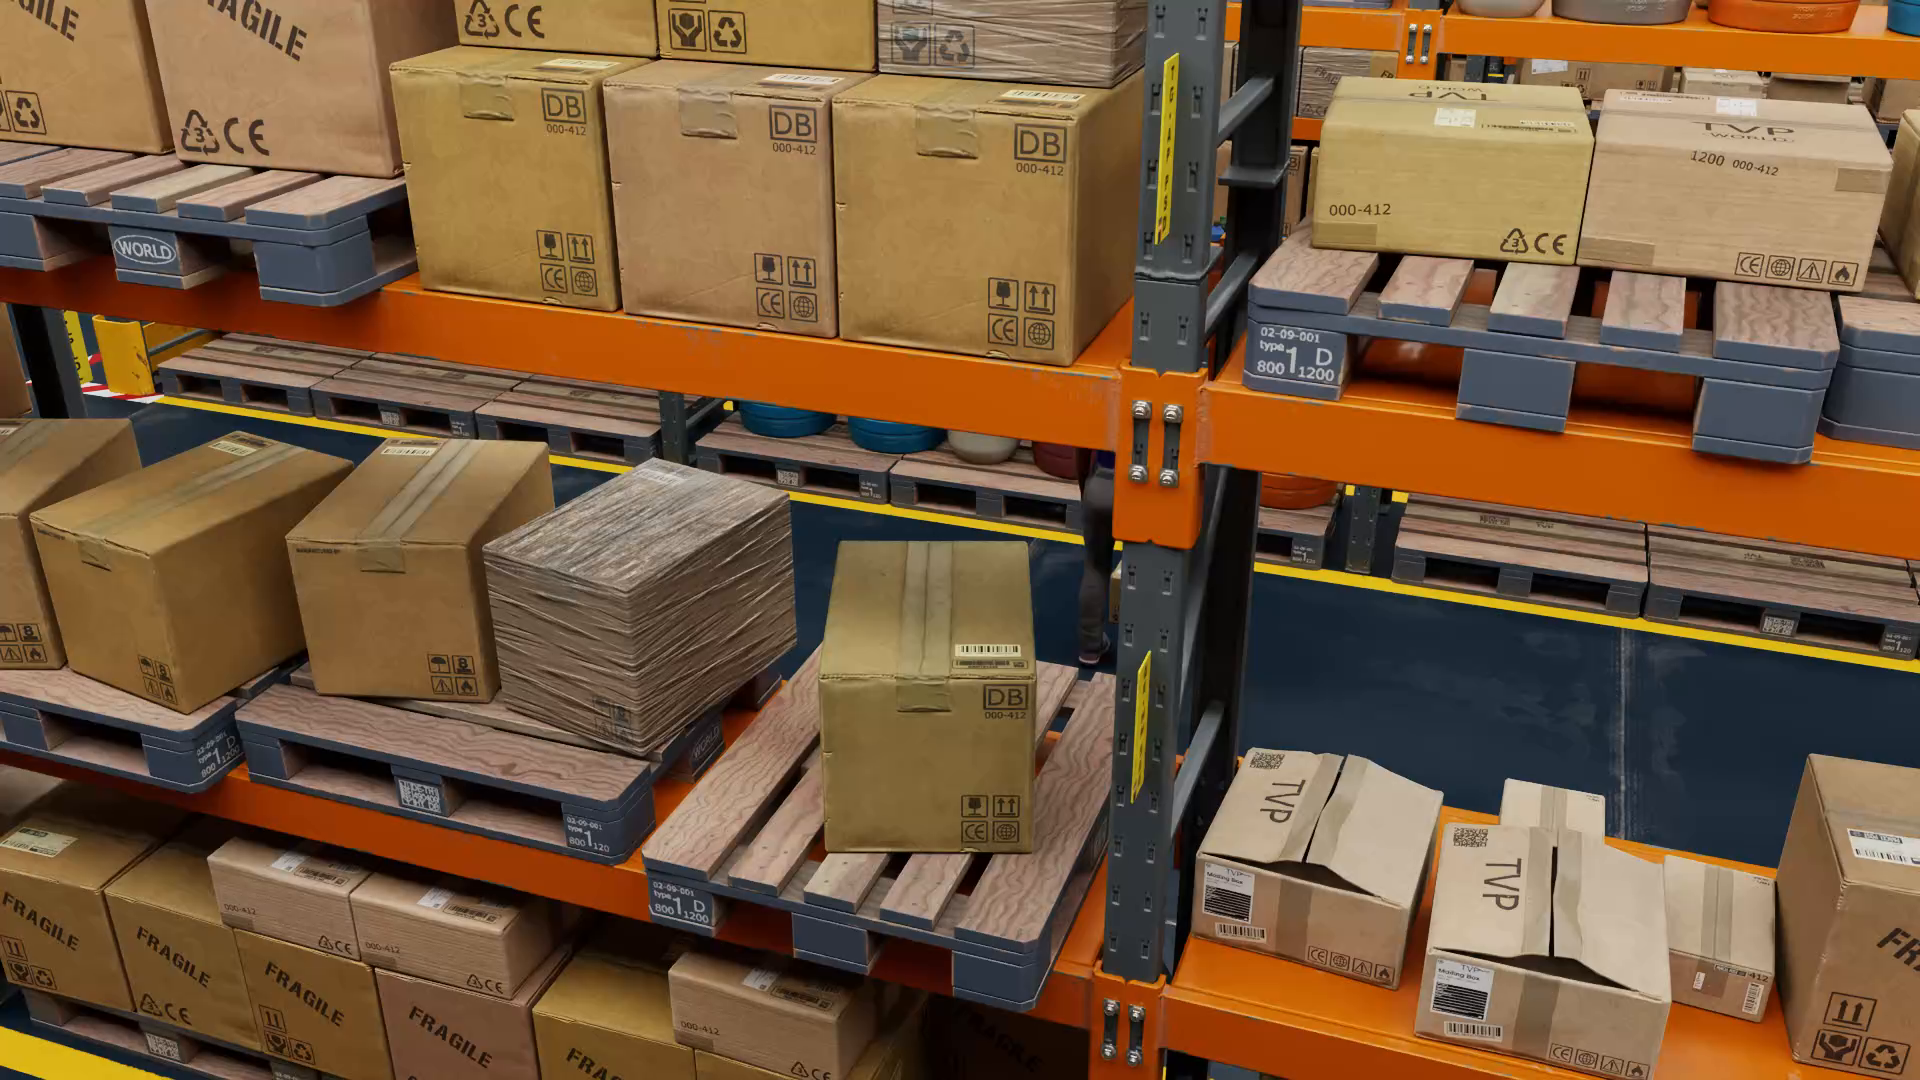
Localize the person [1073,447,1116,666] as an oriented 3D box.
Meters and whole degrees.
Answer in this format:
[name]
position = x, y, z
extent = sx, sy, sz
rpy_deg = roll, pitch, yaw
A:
[person]
position = 0.720, -0.177, 7.509
extent = 0.443, 1.642, 0.319
rpy_deg = 9, 27, 19
